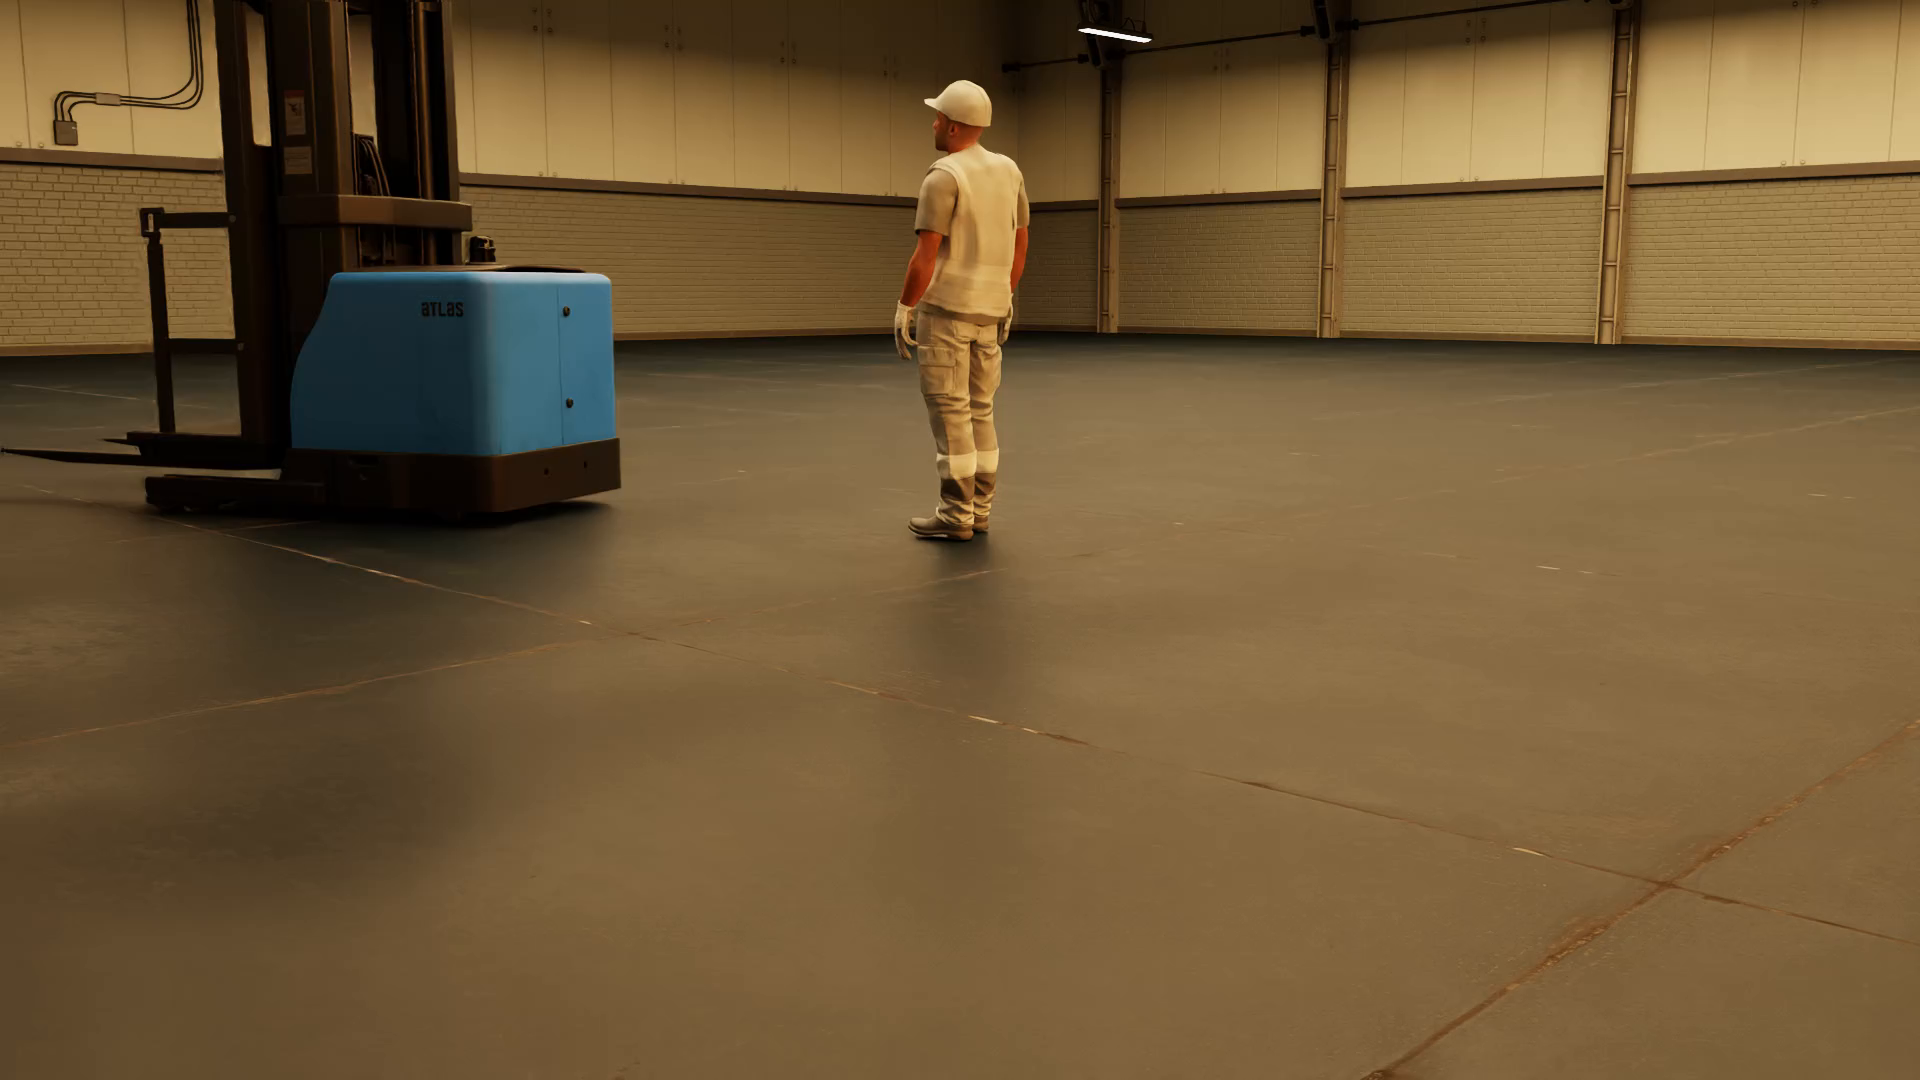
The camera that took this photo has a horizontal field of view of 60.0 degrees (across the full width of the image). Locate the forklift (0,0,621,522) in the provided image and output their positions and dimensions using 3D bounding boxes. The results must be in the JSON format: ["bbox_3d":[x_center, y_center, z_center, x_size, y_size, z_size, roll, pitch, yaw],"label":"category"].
[{"bbox_3d":[-3.177,-1.639,7.757,3.031,2.935,1.130,3,9,20],"label":"forklift"}]

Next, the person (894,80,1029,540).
[{"bbox_3d":[-0.049,-0.901,6.646,0.564,1.787,0.638,8,12,43],"label":"person"}]
